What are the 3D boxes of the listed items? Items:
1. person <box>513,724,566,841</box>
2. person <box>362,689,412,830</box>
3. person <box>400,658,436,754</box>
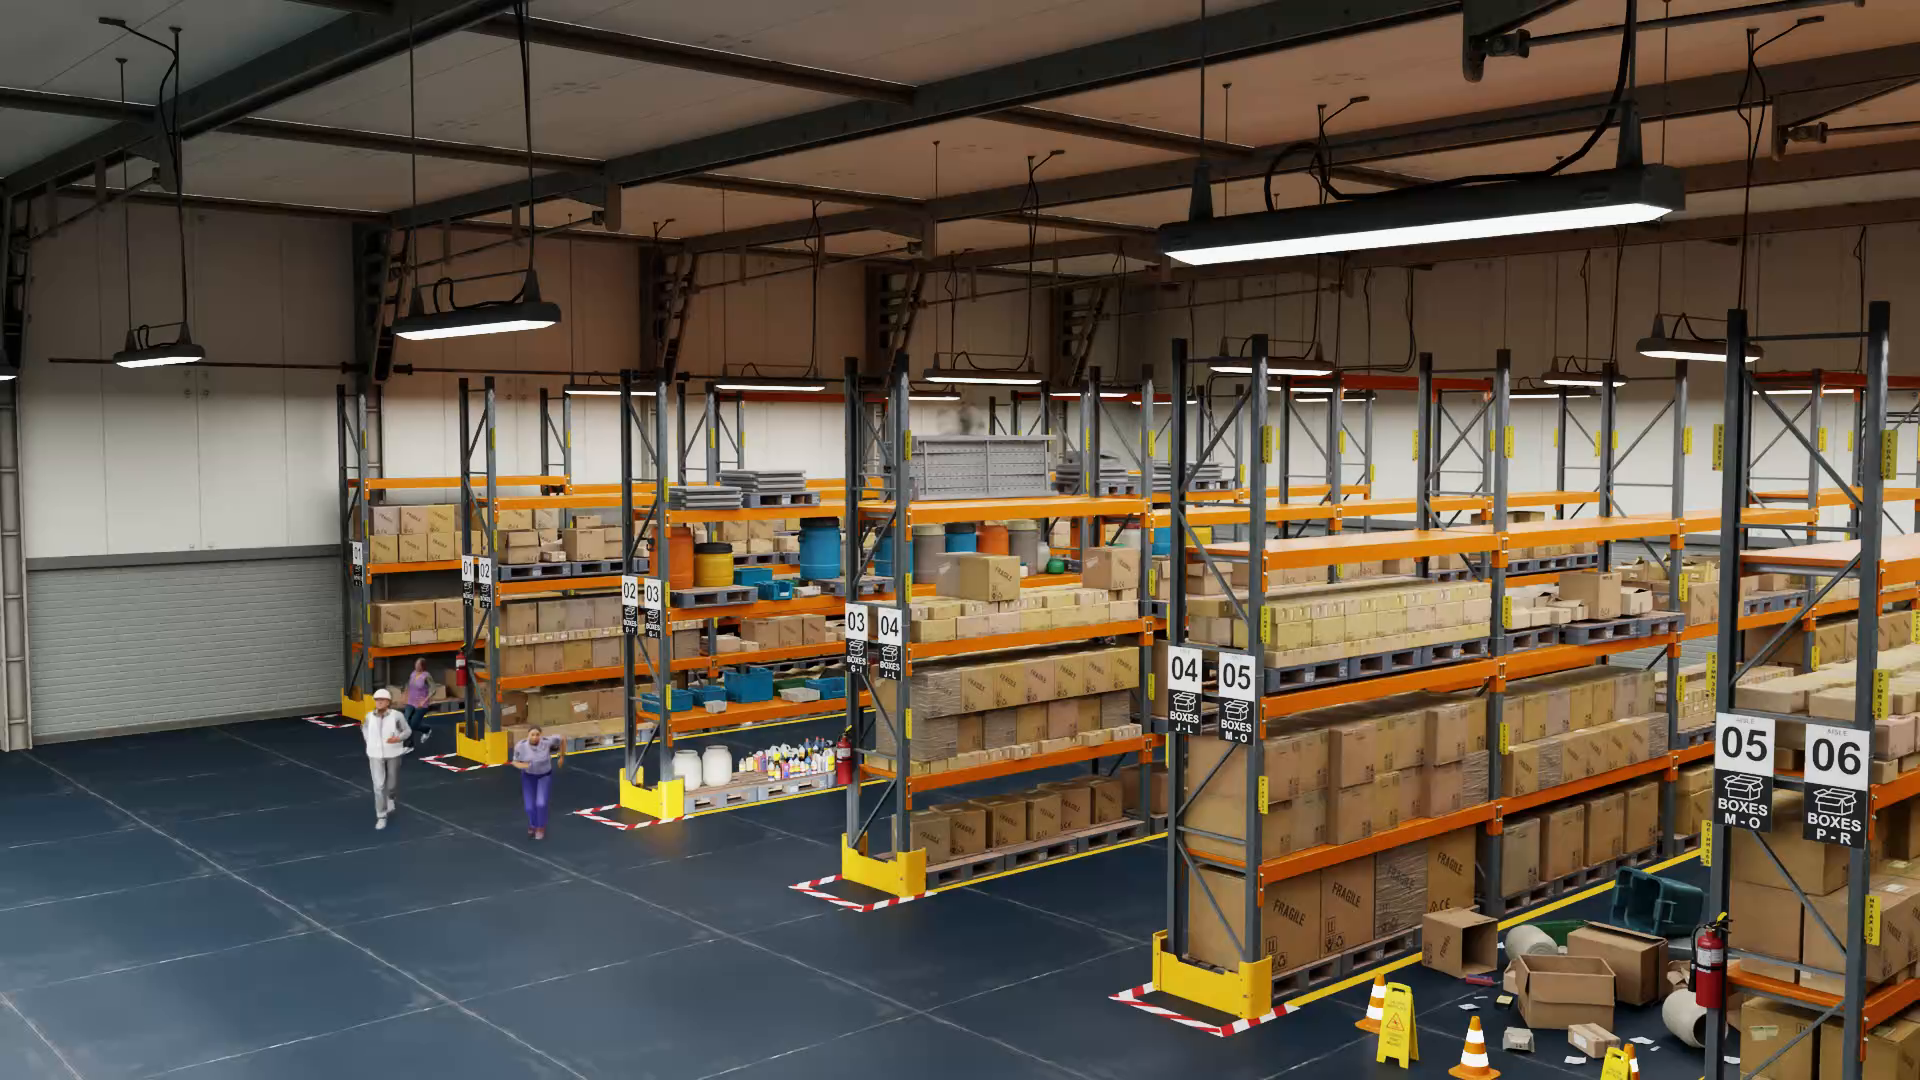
[{"bbox_3d":[-5.284,3.030,20.926,0.635,1.536,0.916,-1,4,-10],"label":"person"},{"bbox_3d":[-7.527,2.843,21.904,0.604,1.787,0.890,-1,4,-12],"label":"person"},{"bbox_3d":[-8.675,2.655,26.759,0.582,1.555,0.583,1,4,21],"label":"person"}]
